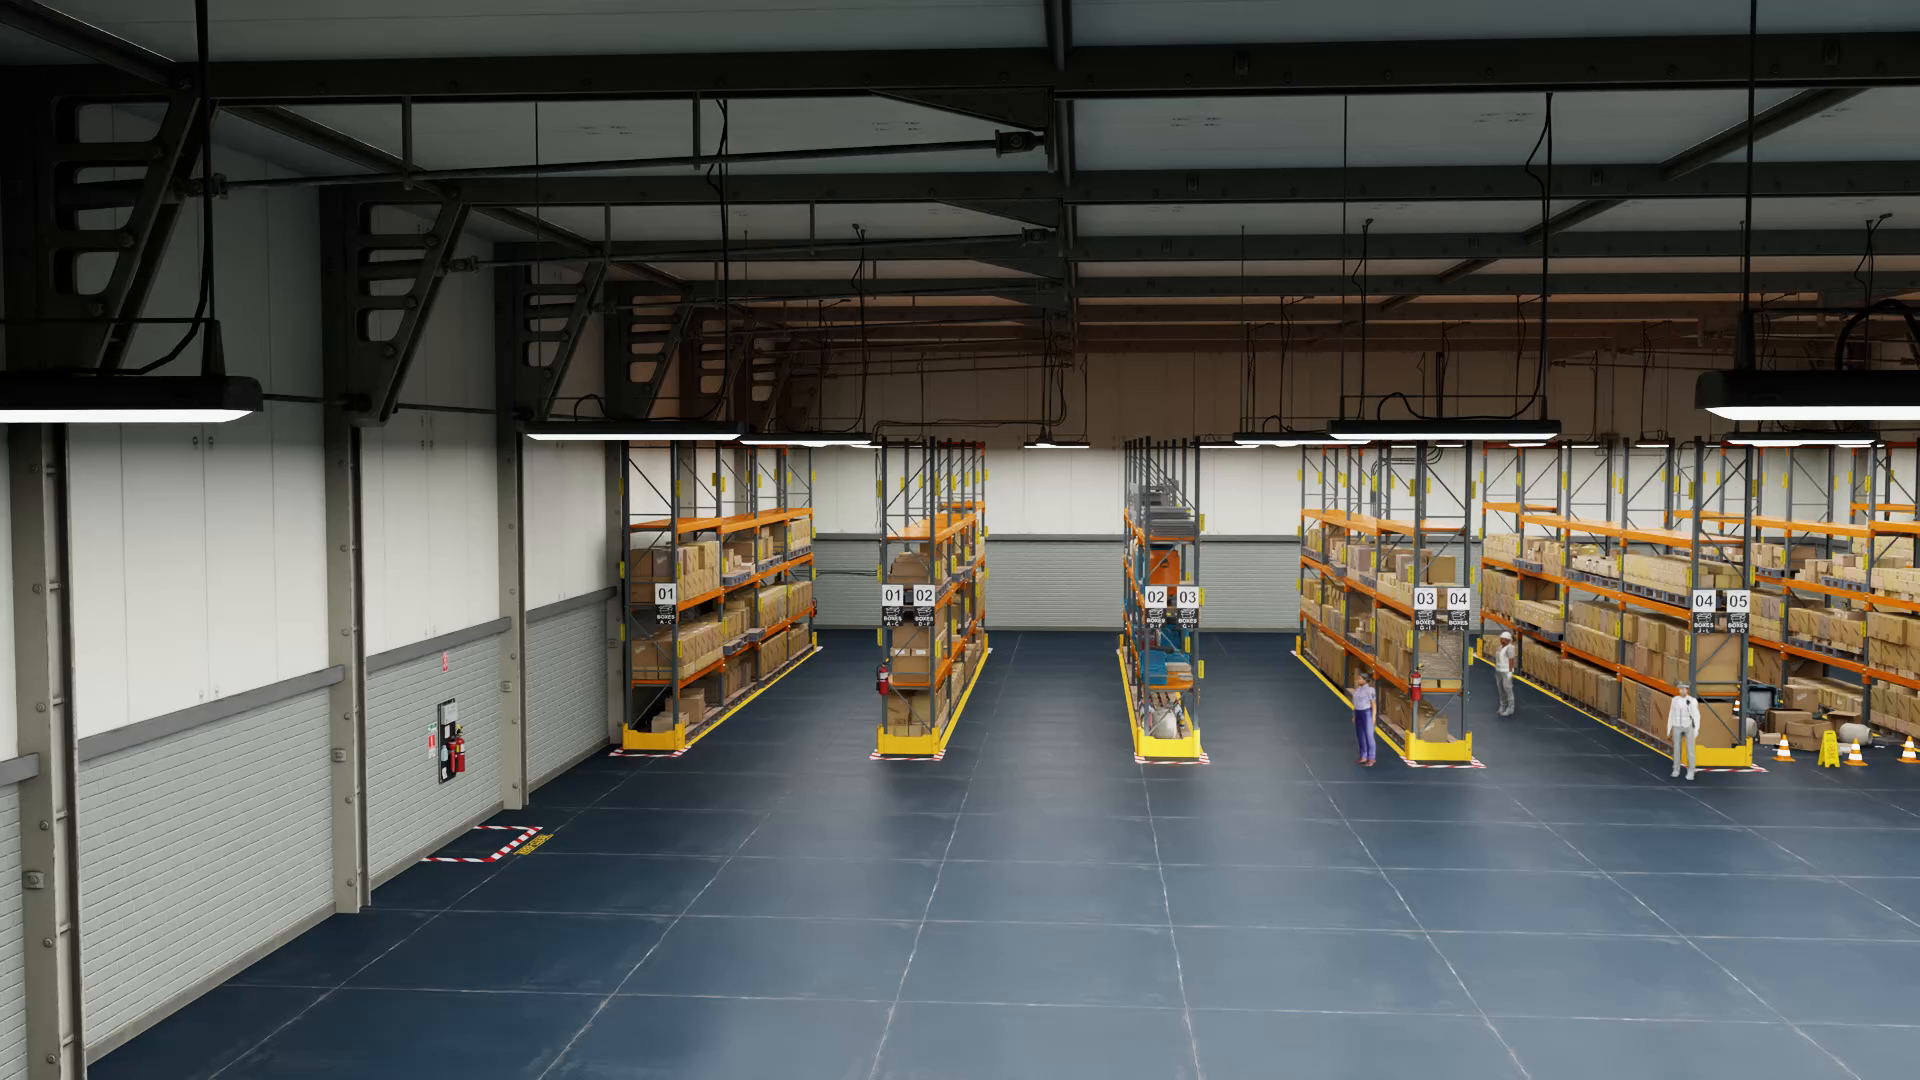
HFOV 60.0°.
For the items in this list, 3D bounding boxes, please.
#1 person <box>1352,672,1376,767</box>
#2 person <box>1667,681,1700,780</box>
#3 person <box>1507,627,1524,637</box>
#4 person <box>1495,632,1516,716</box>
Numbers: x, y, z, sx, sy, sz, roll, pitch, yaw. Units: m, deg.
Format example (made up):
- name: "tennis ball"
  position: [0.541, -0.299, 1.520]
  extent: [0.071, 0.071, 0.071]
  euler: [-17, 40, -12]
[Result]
- name: "person"
  position: [7.408, 3.274, 30.477]
  extent: [0.411, 1.675, 0.604]
  euler: [-1, 3, -25]
- name: "person"
  position: [12.684, 3.319, 29.185]
  extent: [0.511, 1.704, 0.373]
  euler: [3, 4, 43]
- name: "person"
  position: [16.410, 2.213, 49.225]
  extent: [0.524, 1.716, 0.538]
  euler: [-2, 4, -38]
- name: "person"
  position: [11.848, 2.893, 36.202]
  extent: [0.445, 1.789, 0.604]
  euler: [-1, 3, -15]
